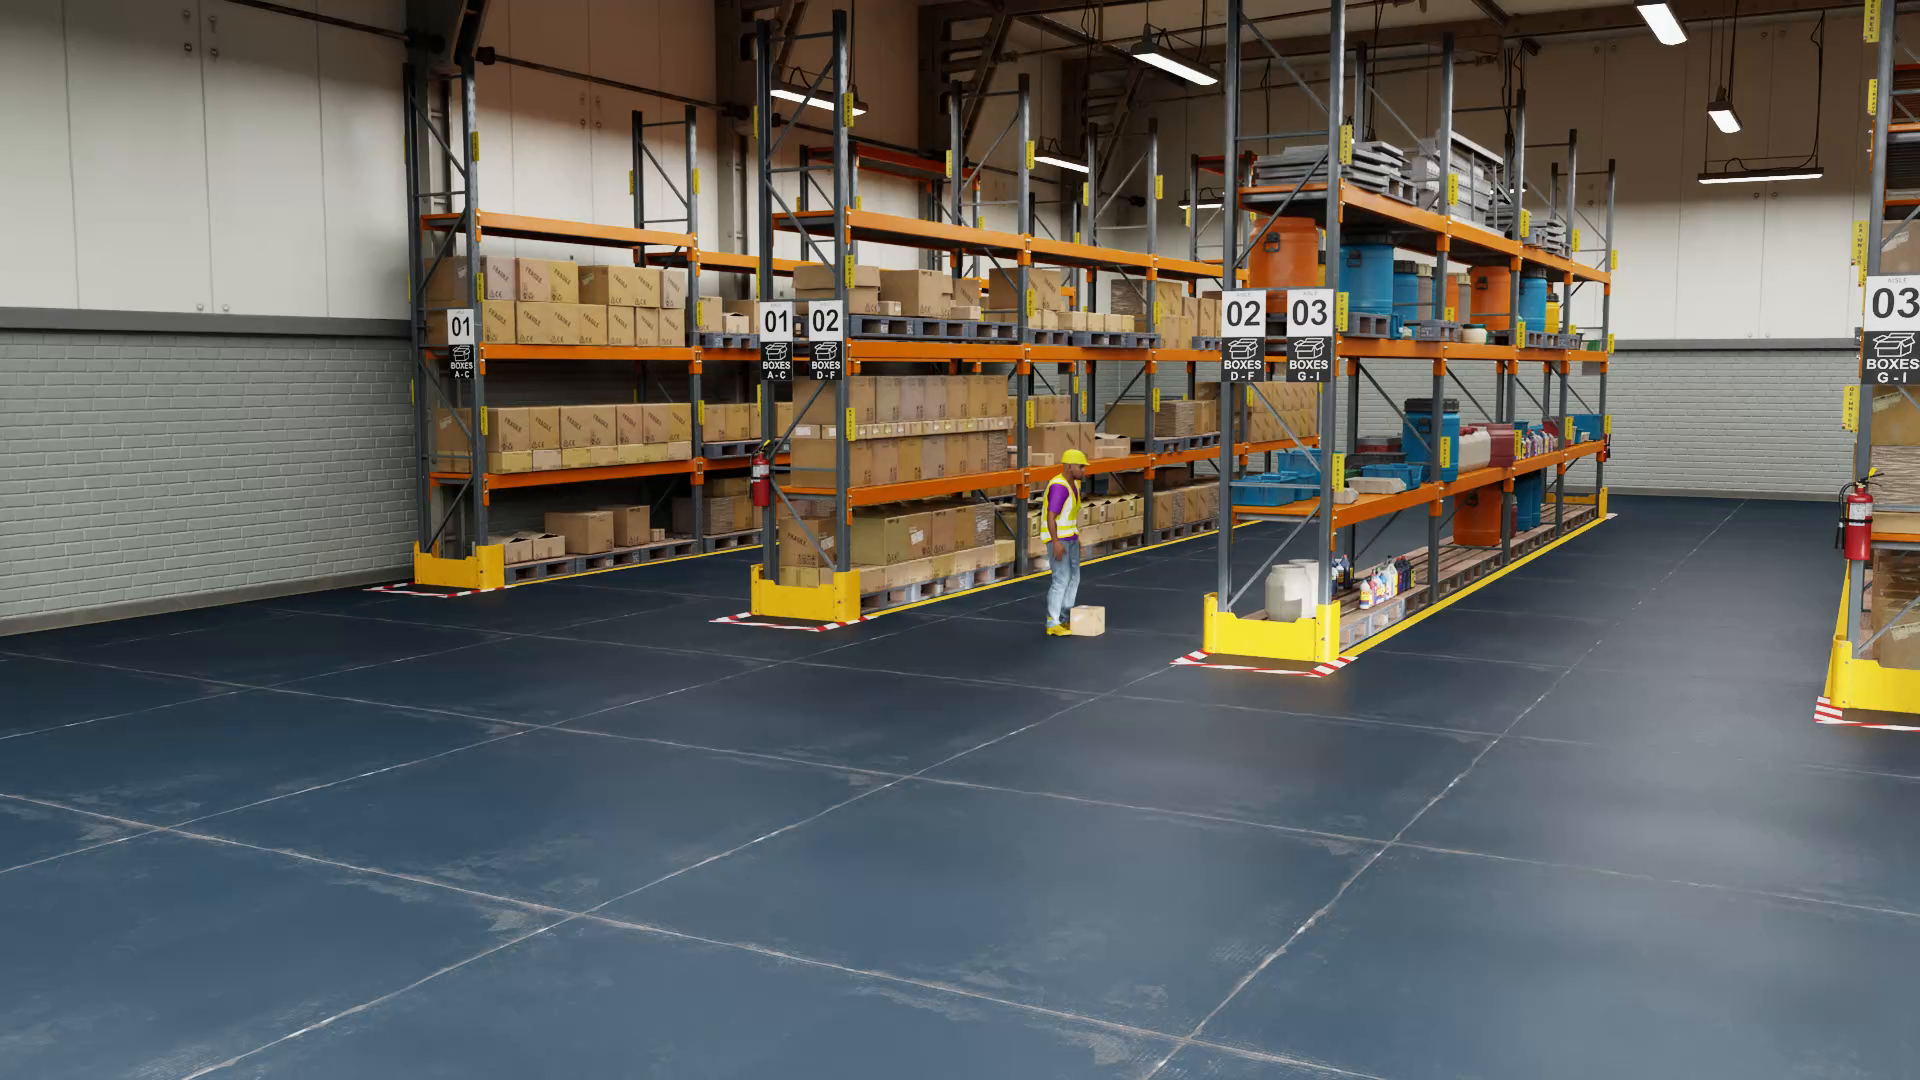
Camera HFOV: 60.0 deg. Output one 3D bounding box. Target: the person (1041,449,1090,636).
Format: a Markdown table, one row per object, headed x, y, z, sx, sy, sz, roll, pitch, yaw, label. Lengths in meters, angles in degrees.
| x | y | z | sx | sy | sz | roll | pitch | yaw | label |
| --- | --- | --- | --- | --- | --- | --- | --- | --- | --- |
| 1.018 | 0.011 | 15.947 | 0.458 | 1.760 | 0.634 | 3 | 7 | 25 | person |
